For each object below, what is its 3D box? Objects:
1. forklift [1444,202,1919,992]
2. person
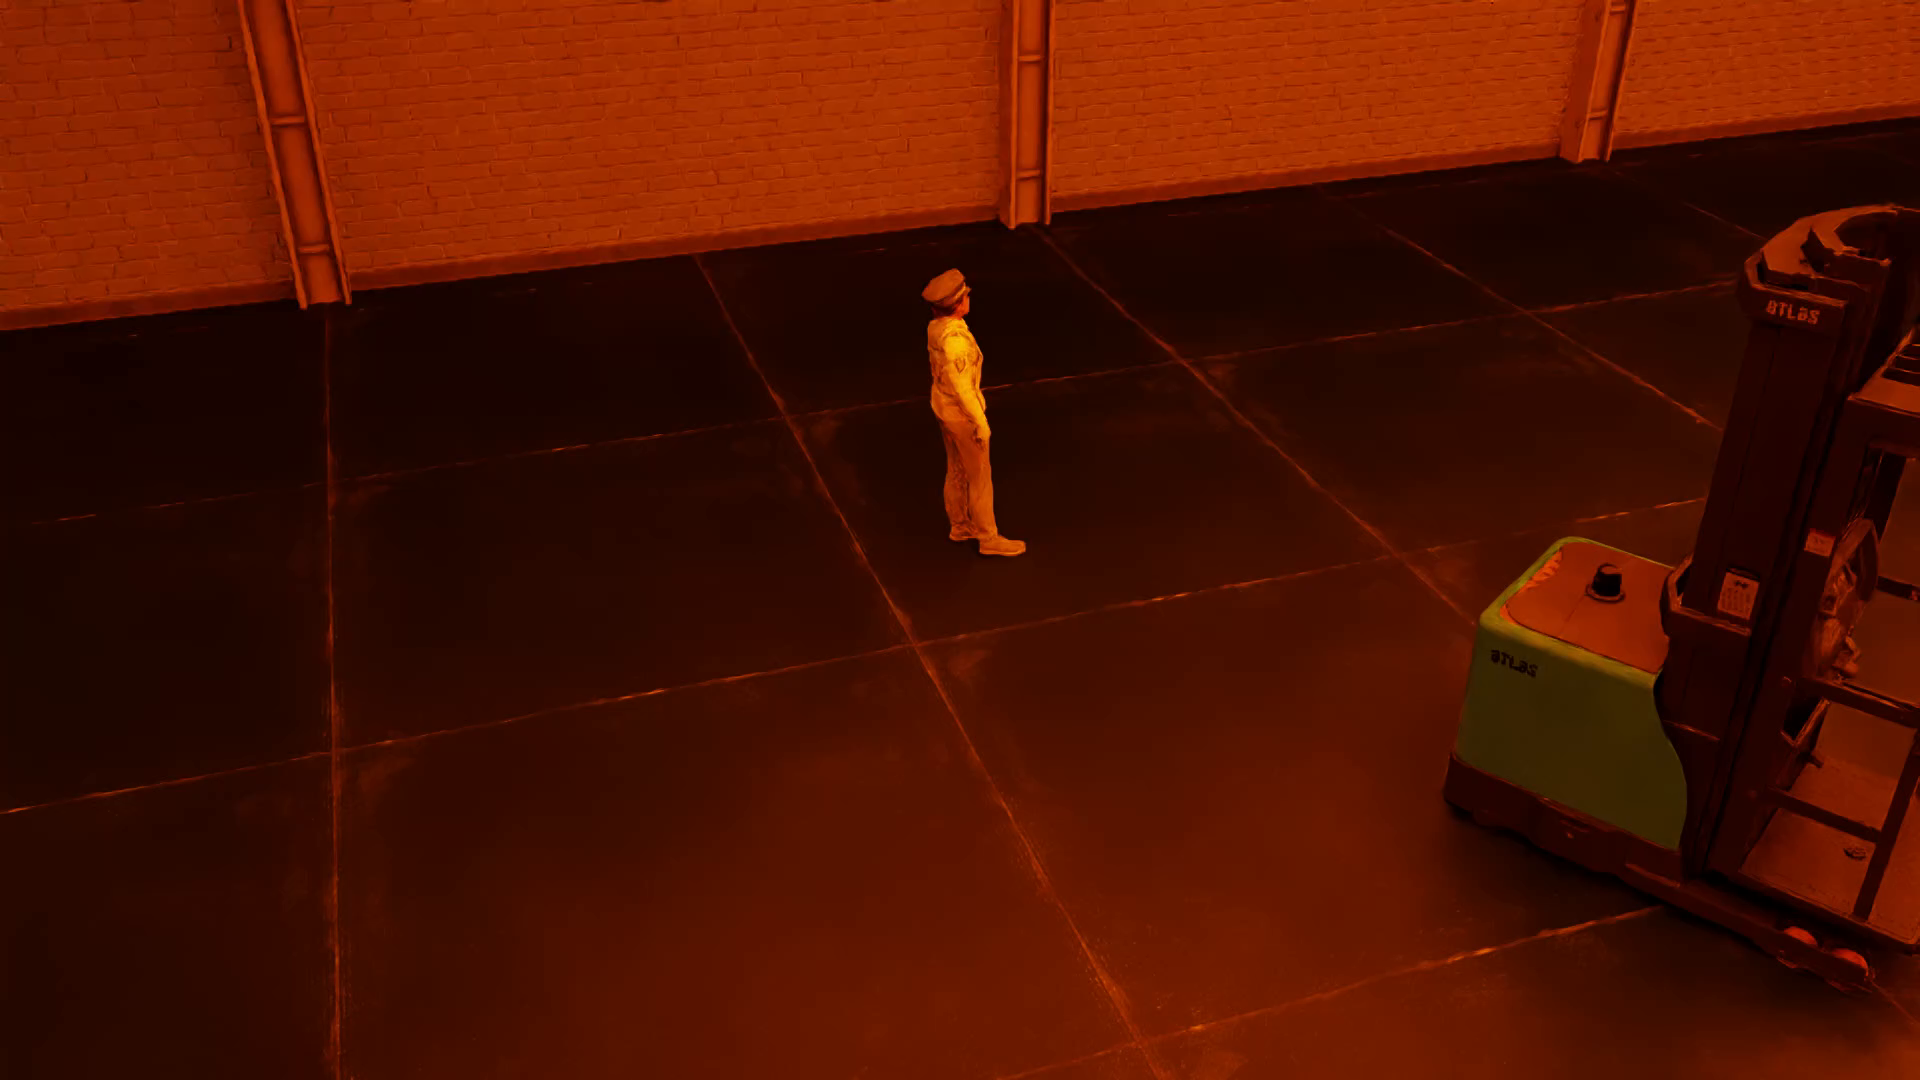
[{"bbox_3d":[3.731,0.275,6.609,3.031,2.935,1.130,23,37,34],"label":"forklift"},{"bbox_3d":[0.066,-0.748,9.612,0.532,1.695,0.586,-10,31,-16],"label":"person"}]
